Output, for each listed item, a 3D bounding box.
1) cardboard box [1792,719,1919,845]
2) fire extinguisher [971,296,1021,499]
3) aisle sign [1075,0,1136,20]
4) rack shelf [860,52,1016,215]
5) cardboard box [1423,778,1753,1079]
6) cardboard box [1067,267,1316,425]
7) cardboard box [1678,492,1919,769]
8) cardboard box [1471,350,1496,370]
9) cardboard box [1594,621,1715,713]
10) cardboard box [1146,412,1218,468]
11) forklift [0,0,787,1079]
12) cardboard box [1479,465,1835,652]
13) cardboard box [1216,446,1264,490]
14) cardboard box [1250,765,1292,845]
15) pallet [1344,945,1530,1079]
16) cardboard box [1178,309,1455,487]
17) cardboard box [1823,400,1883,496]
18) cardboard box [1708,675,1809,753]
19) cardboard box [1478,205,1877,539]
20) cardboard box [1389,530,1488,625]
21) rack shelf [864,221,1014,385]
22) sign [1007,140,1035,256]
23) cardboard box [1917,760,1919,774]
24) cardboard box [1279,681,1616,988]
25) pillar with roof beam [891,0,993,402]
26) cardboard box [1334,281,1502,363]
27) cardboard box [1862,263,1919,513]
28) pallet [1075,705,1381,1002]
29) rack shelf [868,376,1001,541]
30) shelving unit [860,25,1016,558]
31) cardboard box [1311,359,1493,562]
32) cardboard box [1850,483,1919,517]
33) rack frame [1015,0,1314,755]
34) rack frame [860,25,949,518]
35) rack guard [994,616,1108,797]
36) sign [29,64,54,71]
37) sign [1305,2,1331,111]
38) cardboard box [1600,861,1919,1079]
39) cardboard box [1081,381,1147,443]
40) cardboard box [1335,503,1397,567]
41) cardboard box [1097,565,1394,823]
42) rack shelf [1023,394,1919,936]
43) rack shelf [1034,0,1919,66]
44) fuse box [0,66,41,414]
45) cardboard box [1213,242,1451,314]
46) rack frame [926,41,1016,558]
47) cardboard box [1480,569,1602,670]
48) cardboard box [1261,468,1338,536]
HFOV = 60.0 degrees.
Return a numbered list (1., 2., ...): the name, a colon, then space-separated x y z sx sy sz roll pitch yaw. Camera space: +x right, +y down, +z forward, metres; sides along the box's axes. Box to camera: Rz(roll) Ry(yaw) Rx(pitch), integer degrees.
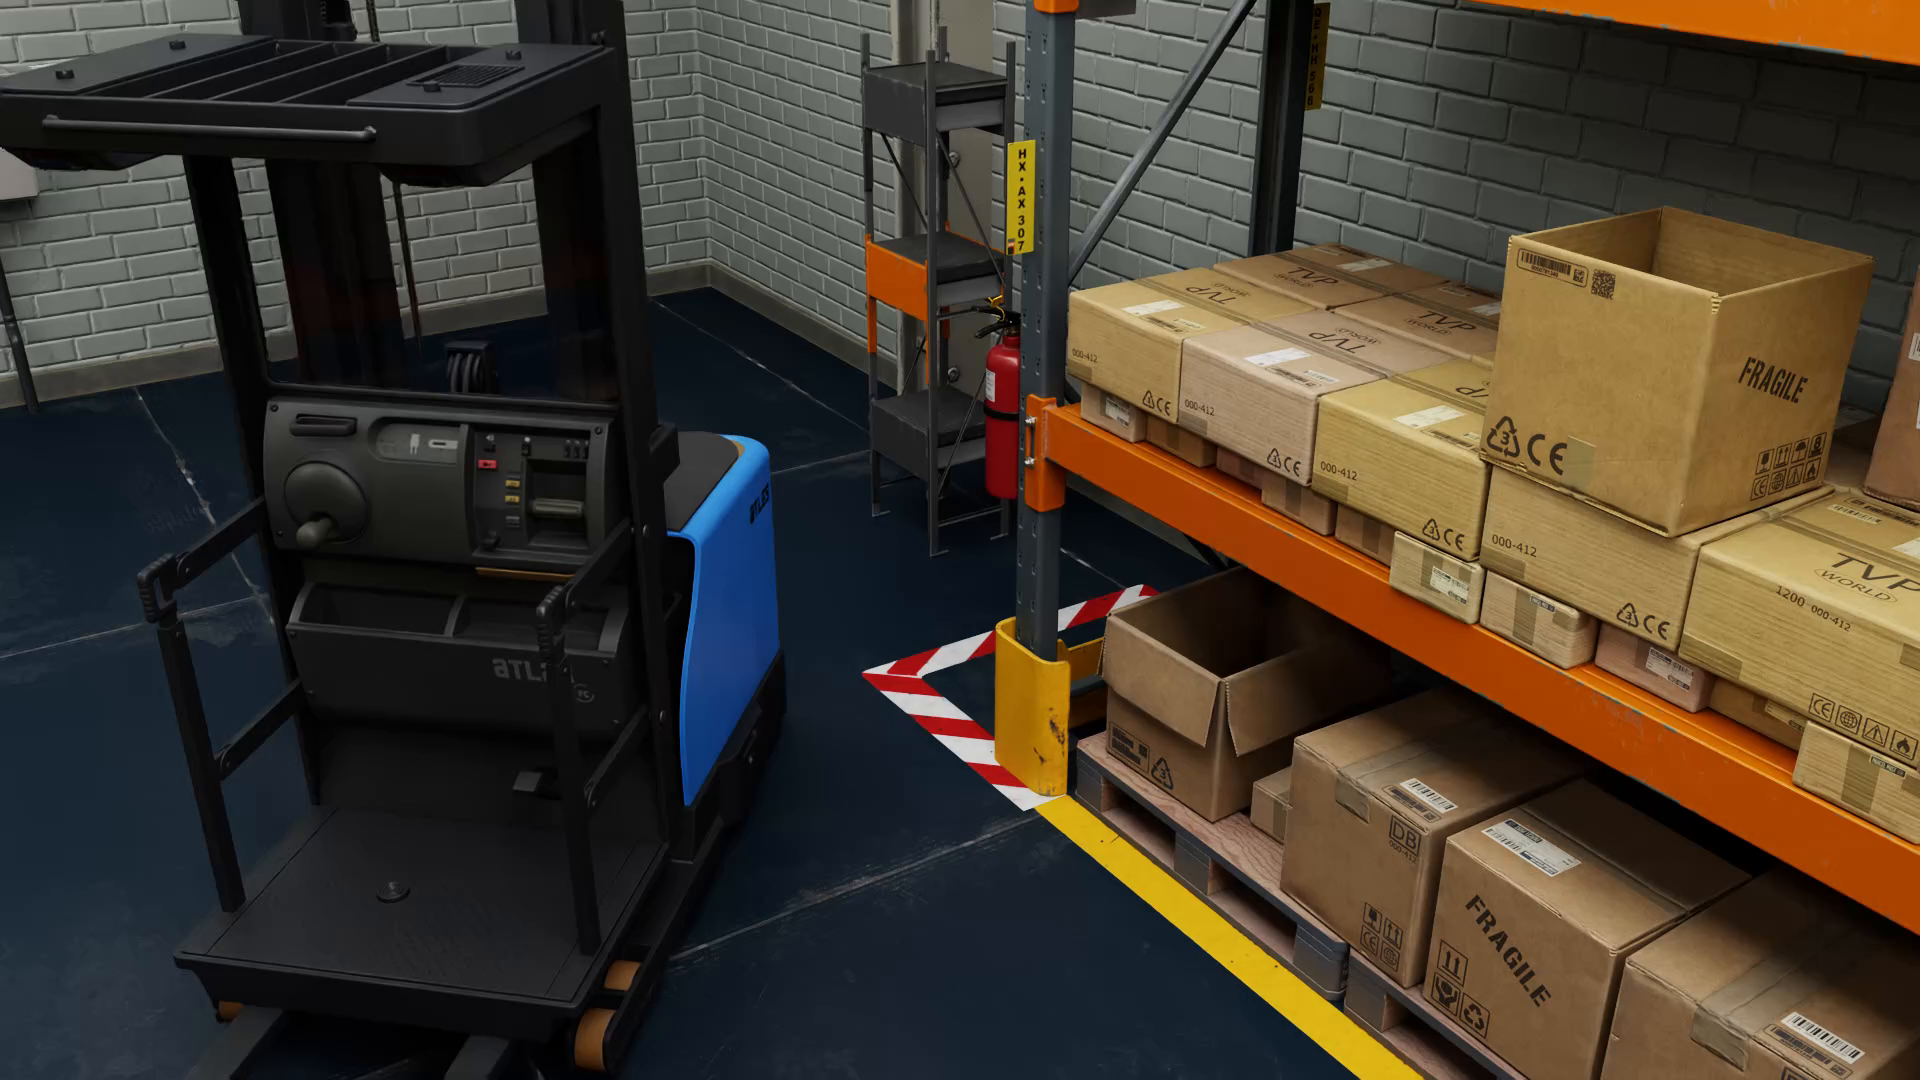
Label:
1. cardboard box: 1.826 0.403 3.178 0.380 0.149 0.250 -16 30 -30
2. fire extinguisher: 0.166 -0.467 5.254 0.296 0.674 0.183 -16 29 -30
3. aisle sign: 0.351 -1.858 4.626 0.394 0.787 0.004 -16 29 -30
4. rack shelf: -0.090 -1.629 6.634 0.431 0.518 0.480 -16 29 -30
5. cardboard box: 1.527 0.982 4.091 0.500 0.500 0.500 -15 29 -29
6. cardboard box: 0.656 -0.568 4.766 0.500 0.250 0.500 -15 29 -29
7. cardboard box: 1.788 0.155 3.234 0.500 0.250 0.500 -16 30 -30
8. cardboard box: 1.654 -0.327 4.257 0.500 0.250 0.500 -15 29 -28
9. cardboard box: 1.605 0.207 3.592 0.380 0.149 0.250 -16 29 -30
10. cardboard box: 0.761 -0.351 4.774 0.380 0.149 0.250 -15 29 -28
11. forklift: -1.375 -0.112 4.054 1.130 2.935 3.031 4 26 9
12. cardboard box: 1.508 -0.029 3.625 0.500 0.250 0.500 -16 30 -31
13. cardboard box: 0.934 -0.265 4.592 0.380 0.149 0.250 -16 30 -30
14. cardboard box: 1.088 0.775 4.942 0.380 0.149 0.250 -17 30 -32
15. pallet: 1.773 1.283 4.285 1.003 0.211 1.213 -16 29 -30
16. cardboard box: 0.931 -0.387 4.384 0.500 0.250 0.500 -15 29 -29
17. cardboard box: 1.940 -0.140 3.860 0.500 0.250 0.500 -16 29 -30
18. cardboard box: 1.779 0.284 3.428 0.380 0.149 0.250 -15 29 -29
19. cardboard box: 1.475 -0.370 3.470 0.500 0.500 0.500 -15 29 -28
20. cardboard box: 1.245 0.041 3.943 0.380 0.149 0.250 -16 30 -31
21. rack shelf: -0.090 -0.996 6.933 0.431 0.518 0.480 -16 29 -30
22. sign: 0.179 -0.991 4.822 0.100 0.325 0.005 -16 29 -30
23. cardboard box: 2.049 0.337 2.850 0.500 0.250 0.500 -15 29 -29
24. cardboard box: 1.323 0.770 4.541 0.700 0.500 0.500 -14 29 -27
25. pillar with roof beam: -3.690 -3.610 4.356 9.100 9.000 0.400 -16 29 -30
26. cardboard box: 1.388 -0.505 4.634 0.500 0.250 0.500 -15 29 -29
27. cardboard box: 2.228 -0.296 3.312 0.500 0.500 0.500 -16 30 -31
28. pallet: 1.111 0.847 5.209 1.003 0.211 1.213 -16 29 -30
29. rack shelf: -0.090 -0.363 7.232 0.431 0.518 0.480 -16 29 -30
30. shelving unit: -0.090 -1.009 6.927 0.431 2.100 0.503 -16 29 -30
31. cardboard box: 1.211 -0.207 4.002 0.500 0.250 0.500 -16 30 -31
32. cardboard box: 2.214 0.035 3.489 0.500 0.250 0.500 -15 29 -28
33. rack frame: 0.634 -0.726 5.274 1.000 3.000 0.127 -16 29 -30
34. rack frame: -0.224 -1.096 7.112 0.400 2.100 0.015 -16 29 -30
35. rack guard: 0.675 0.431 5.750 1.175 0.500 0.348 -16 29 -30
36. sign: -4.480 -2.163 8.429 0.329 0.494 0.001 -16 29 -30
37. sign: 1.110 -1.515 5.219 0.100 0.325 0.005 -16 29 -30
38. cardboard box: 1.889 1.141 3.755 0.700 0.500 0.500 -17 30 -31
39. cardboard box: 0.584 -0.431 4.944 0.380 0.149 0.250 -16 30 -30
40. cardboard box: 1.170 -0.067 4.172 0.380 0.149 0.250 -15 29 -29
41. cardboard box: 0.888 0.454 5.208 0.797 0.503 0.637 -17 30 -32
42. rack shelf: 1.726 0.315 3.913 1.077 0.370 4.000 -16 29 -30
43. rack shelf: 1.726 -1.042 3.272 1.077 0.370 4.000 -16 29 -30
44. fuse box: -4.781 -1.434 8.284 0.539 1.711 0.414 -16 29 -30
45. cardboard box: 1.107 -0.690 5.025 0.500 0.250 0.500 -15 29 -28
46. rack frame: 0.043 -0.921 6.742 0.400 2.100 0.015 -16 29 -30
47. cardboard box: 1.406 0.131 3.754 0.380 0.149 0.250 -15 29 -28
48. cardboard box: 1.020 -0.160 4.370 0.380 0.149 0.250 -15 29 -28
